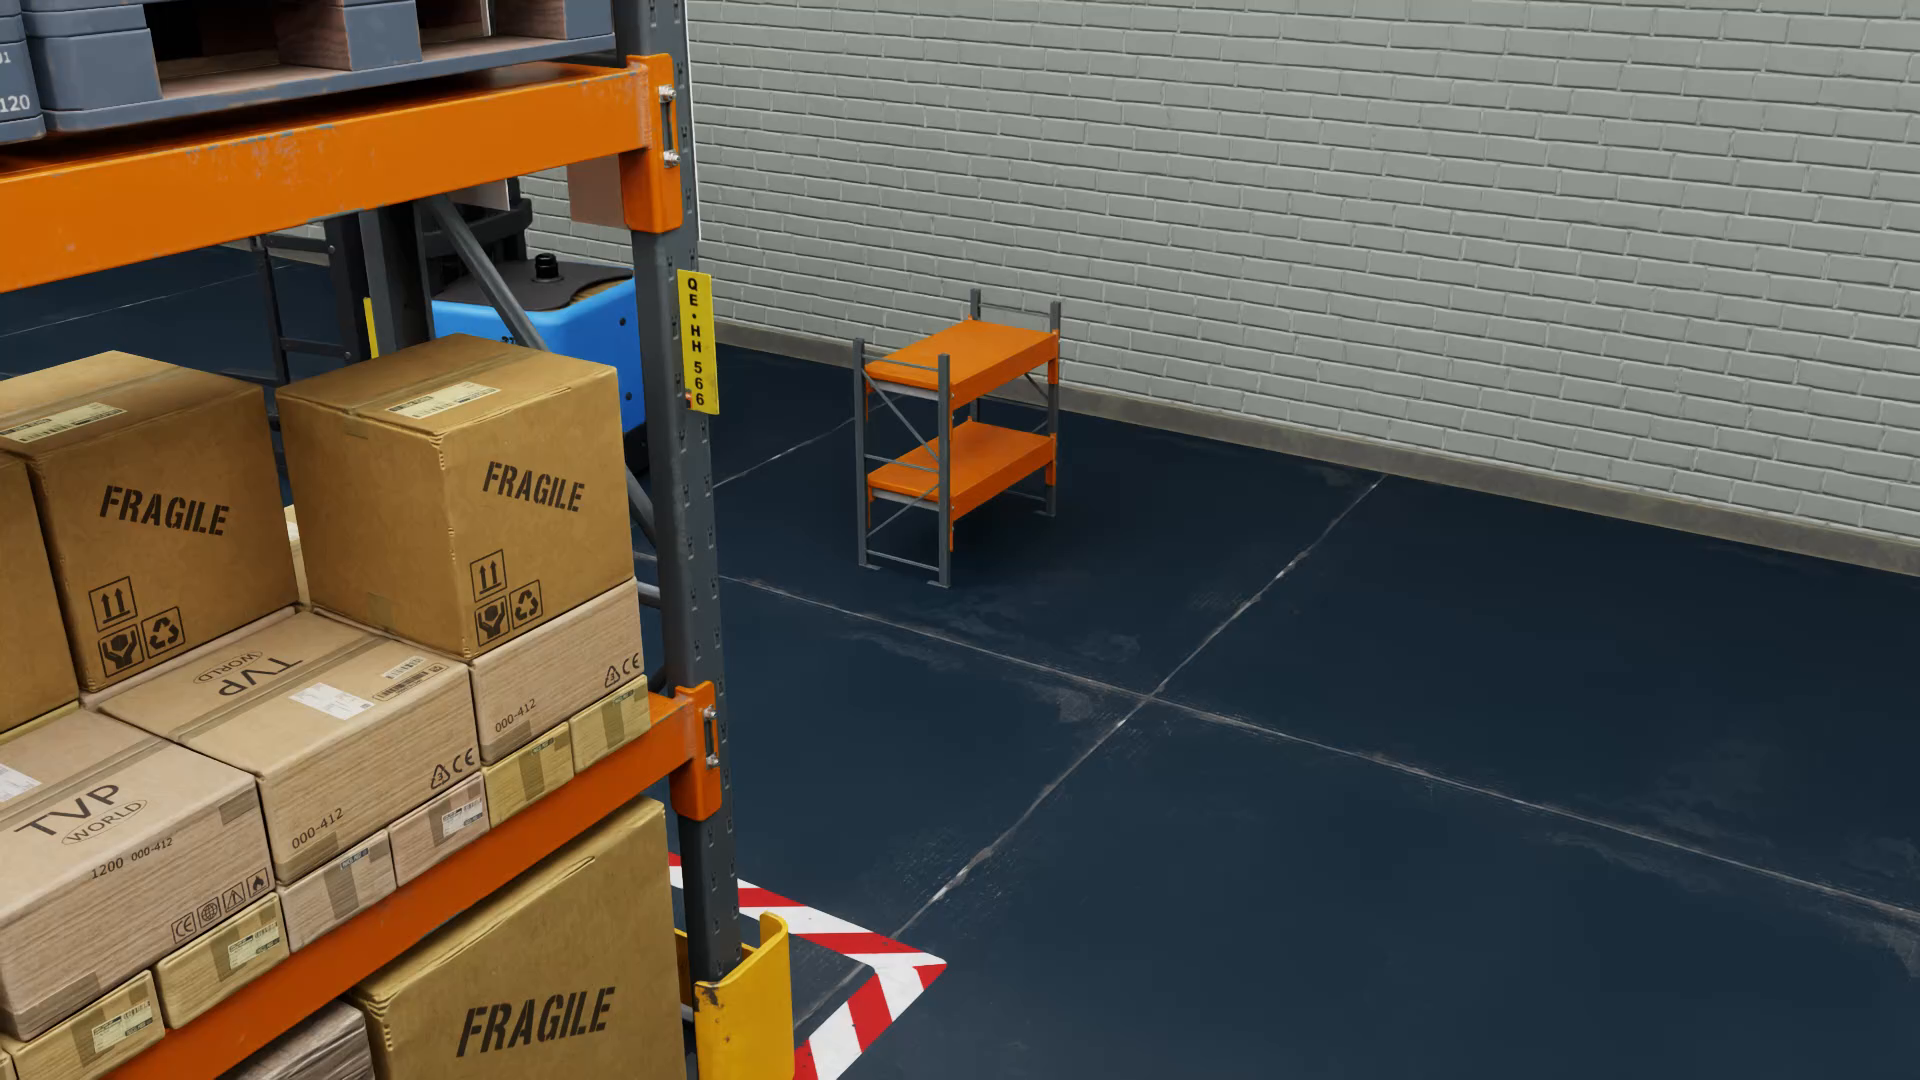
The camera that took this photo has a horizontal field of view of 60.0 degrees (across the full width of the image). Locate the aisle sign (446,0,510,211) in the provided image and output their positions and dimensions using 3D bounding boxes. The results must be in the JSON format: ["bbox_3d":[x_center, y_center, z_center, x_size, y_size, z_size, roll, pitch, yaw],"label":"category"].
[{"bbox_3d":[-1.262,-1.202,3.980,0.394,0.787,0.004,14,27,29],"label":"aisle sign"}]

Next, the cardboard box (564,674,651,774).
[{"bbox_3d":[-0.953,0.382,3.908,0.380,0.149,0.250,14,27,30],"label":"cardboard box"}]

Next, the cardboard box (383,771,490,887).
[{"bbox_3d":[-1.223,0.555,3.508,0.380,0.149,0.250,14,27,29],"label":"cardboard box"}]

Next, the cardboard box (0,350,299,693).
[{"bbox_3d":[-1.792,-0.060,3.483,0.500,0.500,0.500,13,27,28],"label":"cardboard box"}]

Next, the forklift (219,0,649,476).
[{"bbox_3d":[-3.164,-1.836,8.803,3.031,2.935,1.130,9,25,20],"label":"forklift"}]

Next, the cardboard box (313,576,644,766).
[{"bbox_3d":[-1.076,0.229,3.759,0.500,0.250,0.500,13,27,28],"label":"cardboard box"}]

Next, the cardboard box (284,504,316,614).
[{"bbox_3d":[-1.528,0.116,4.022,0.500,0.250,0.500,13,27,28],"label":"cardboard box"}]

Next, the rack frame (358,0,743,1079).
[{"bbox_3d":[-1.045,0.078,4.295,1.000,3.000,0.127,14,27,29],"label":"rack frame"}]

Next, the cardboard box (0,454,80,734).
[{"bbox_3d":[-2.060,0.116,3.076,0.500,0.500,0.500,13,27,28],"label":"cardboard box"}]

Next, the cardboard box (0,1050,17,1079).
[{"bbox_3d":[-1.760,0.898,2.716,0.380,0.149,0.250,14,27,30],"label":"cardboard box"}]

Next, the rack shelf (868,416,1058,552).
[{"bbox_3d":[0.004,-0.294,8.129,0.538,0.278,1.000,14,27,29],"label":"rack shelf"}]

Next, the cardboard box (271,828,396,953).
[{"bbox_3d":[-1.356,0.639,3.314,0.380,0.149,0.250,14,27,30],"label":"cardboard box"}]

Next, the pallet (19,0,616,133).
[{"bbox_3d":[-1.428,-1.006,3.133,1.003,0.211,1.213,14,27,29],"label":"pallet"}]

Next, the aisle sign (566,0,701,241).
[{"bbox_3d":[-0.753,-1.077,3.689,0.394,0.787,0.004,14,27,29],"label":"aisle sign"}]

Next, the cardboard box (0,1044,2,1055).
[{"bbox_3d":[-1.883,0.749,2.559,0.500,0.250,0.500,14,27,29],"label":"cardboard box"}]

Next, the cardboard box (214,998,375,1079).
[{"bbox_3d":[-1.795,1.400,3.386,0.875,0.875,0.875,14,27,29],"label":"cardboard box"}]

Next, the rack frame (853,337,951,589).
[{"bbox_3d":[-0.265,-0.347,7.635,0.500,1.125,0.032,14,27,29],"label":"rack frame"}]

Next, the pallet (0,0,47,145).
[{"bbox_3d":[-2.071,-0.592,2.178,1.003,0.211,1.213,14,27,29],"label":"pallet"}]

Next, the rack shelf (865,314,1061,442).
[{"bbox_3d":[0.004,-0.787,7.916,0.538,0.278,1.000,14,27,29],"label":"rack shelf"}]

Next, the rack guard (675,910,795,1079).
[{"bbox_3d":[-1.033,1.217,4.810,1.175,0.500,0.348,14,27,29],"label":"rack guard"}]

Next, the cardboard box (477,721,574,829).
[{"bbox_3d":[-1.089,0.470,3.704,0.380,0.149,0.250,14,27,29],"label":"cardboard box"}]

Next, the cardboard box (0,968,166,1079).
[{"bbox_3d":[-1.627,0.815,2.908,0.380,0.149,0.250,14,27,29],"label":"cardboard box"}]

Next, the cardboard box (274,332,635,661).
[{"bbox_3d":[-1.079,-0.115,3.609,0.500,0.500,0.500,14,27,30],"label":"cardboard box"}]

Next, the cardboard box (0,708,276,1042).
[{"bbox_3d":[-1.612,0.572,2.967,0.500,0.250,0.500,13,27,27],"label":"cardboard box"}]

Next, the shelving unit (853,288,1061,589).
[{"bbox_3d":[0.004,-0.518,8.032,0.538,1.125,1.048,14,27,29],"label":"shelving unit"}]

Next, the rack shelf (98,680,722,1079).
[{"bbox_3d":[-2.100,1.083,2.878,1.077,0.370,4.000,14,27,29],"label":"rack shelf"}]

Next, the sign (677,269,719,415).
[{"bbox_3d":[-0.592,-0.444,3.744,0.100,0.325,0.005,14,27,29],"label":"sign"}]

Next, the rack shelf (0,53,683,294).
[{"bbox_3d":[-2.100,-0.294,2.282,1.077,0.370,4.000,14,27,29],"label":"rack shelf"}]

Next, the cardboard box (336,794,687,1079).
[{"bbox_3d":[-1.315,1.093,4.096,0.875,0.875,0.875,14,27,29],"label":"cardboard box"}]

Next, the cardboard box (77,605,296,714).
[{"bbox_3d":[-1.797,0.292,3.613,0.500,0.250,0.500,13,27,28],"label":"cardboard box"}]

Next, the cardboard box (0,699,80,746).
[{"bbox_3d":[-2.065,0.461,3.223,0.500,0.250,0.500,13,27,27],"label":"cardboard box"}]

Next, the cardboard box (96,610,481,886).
[{"bbox_3d":[-1.344,0.400,3.364,0.500,0.250,0.500,13,27,28],"label":"cardboard box"}]

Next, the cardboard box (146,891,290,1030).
[{"bbox_3d":[-1.491,0.727,3.111,0.380,0.149,0.250,13,27,28],"label":"cardboard box"}]

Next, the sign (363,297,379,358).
[{"bbox_3d":[-1.514,-0.474,4.380,0.100,0.325,0.005,14,27,29],"label":"sign"}]

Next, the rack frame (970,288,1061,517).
[{"bbox_3d":[0.272,-0.690,8.428,0.500,1.125,0.032,14,27,29],"label":"rack frame"}]
